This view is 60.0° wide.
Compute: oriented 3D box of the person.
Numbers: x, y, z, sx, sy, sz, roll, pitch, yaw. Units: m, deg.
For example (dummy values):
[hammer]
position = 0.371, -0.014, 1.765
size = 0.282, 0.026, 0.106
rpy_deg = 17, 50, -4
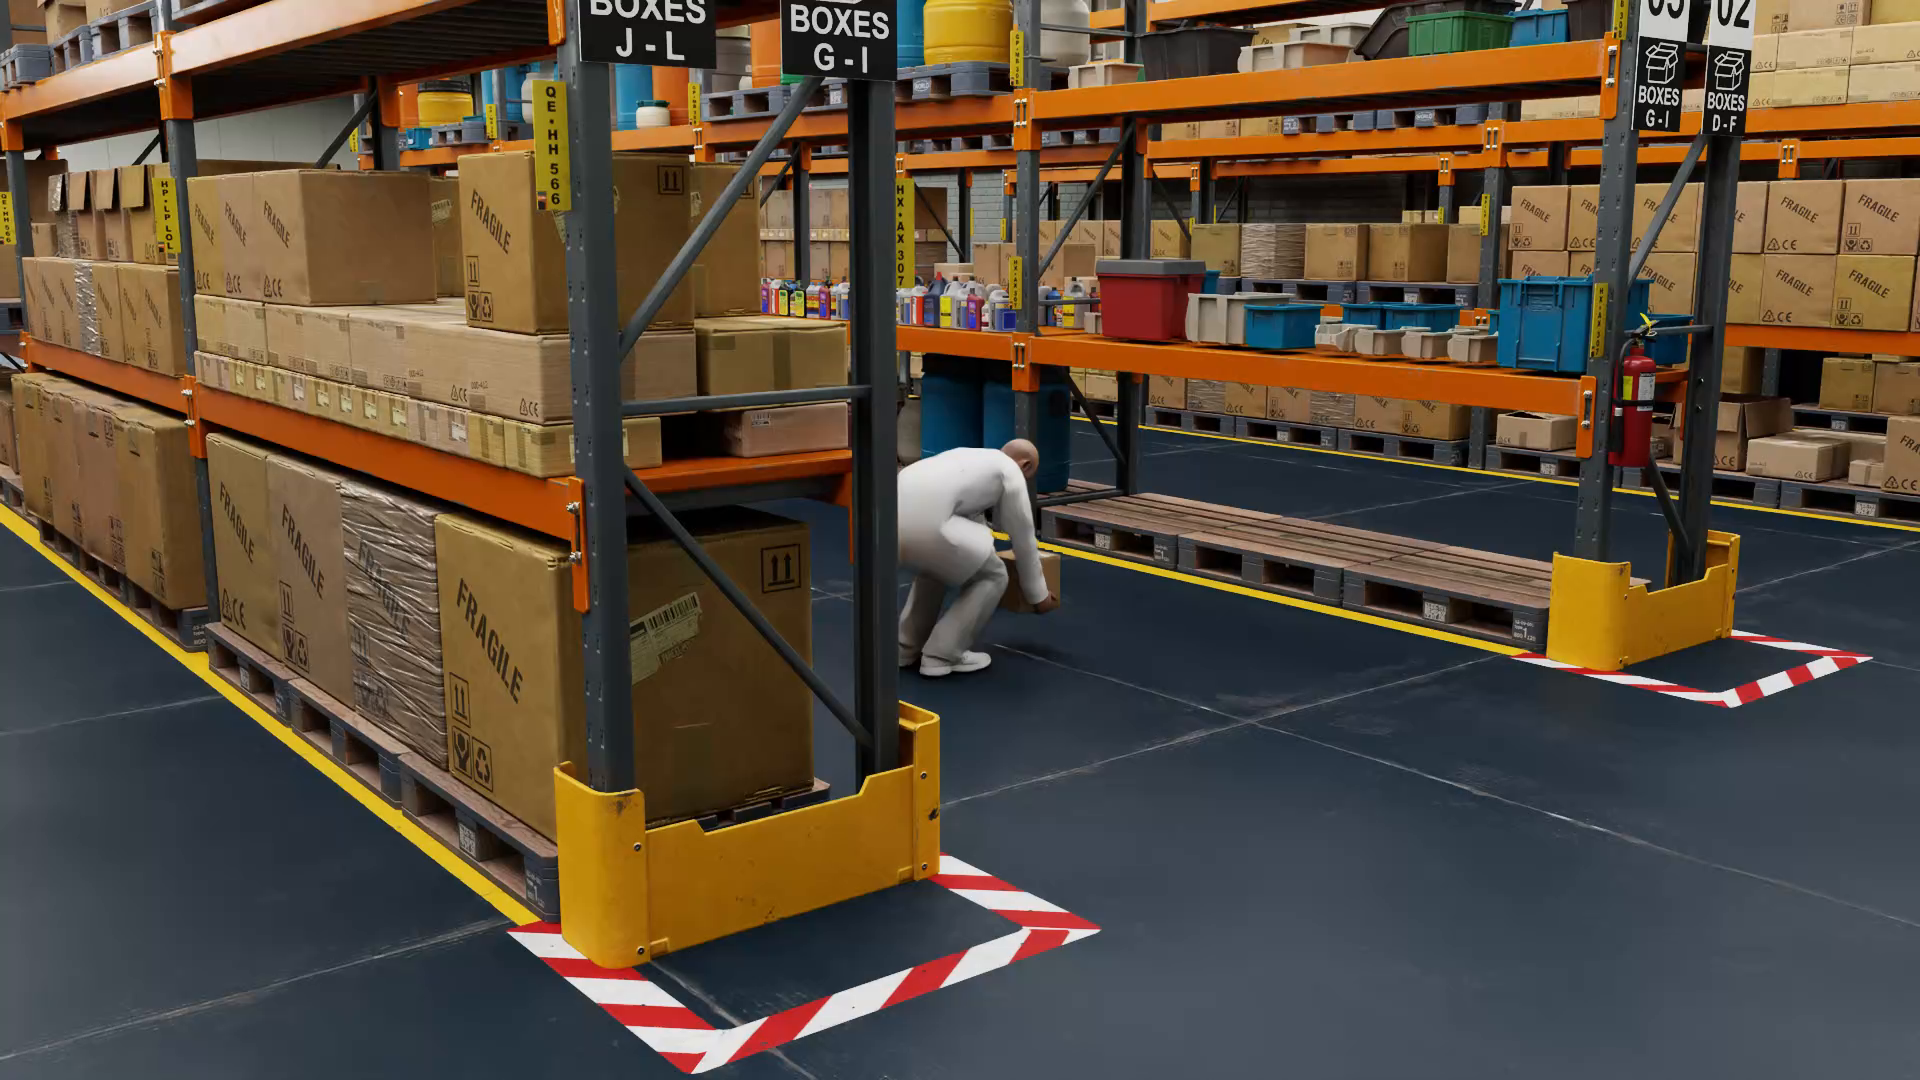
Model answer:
[person]
position = 0.019, 0.067, 7.673
size = 0.945, 1.010, 0.594
rpy_deg = -9, 14, -40
